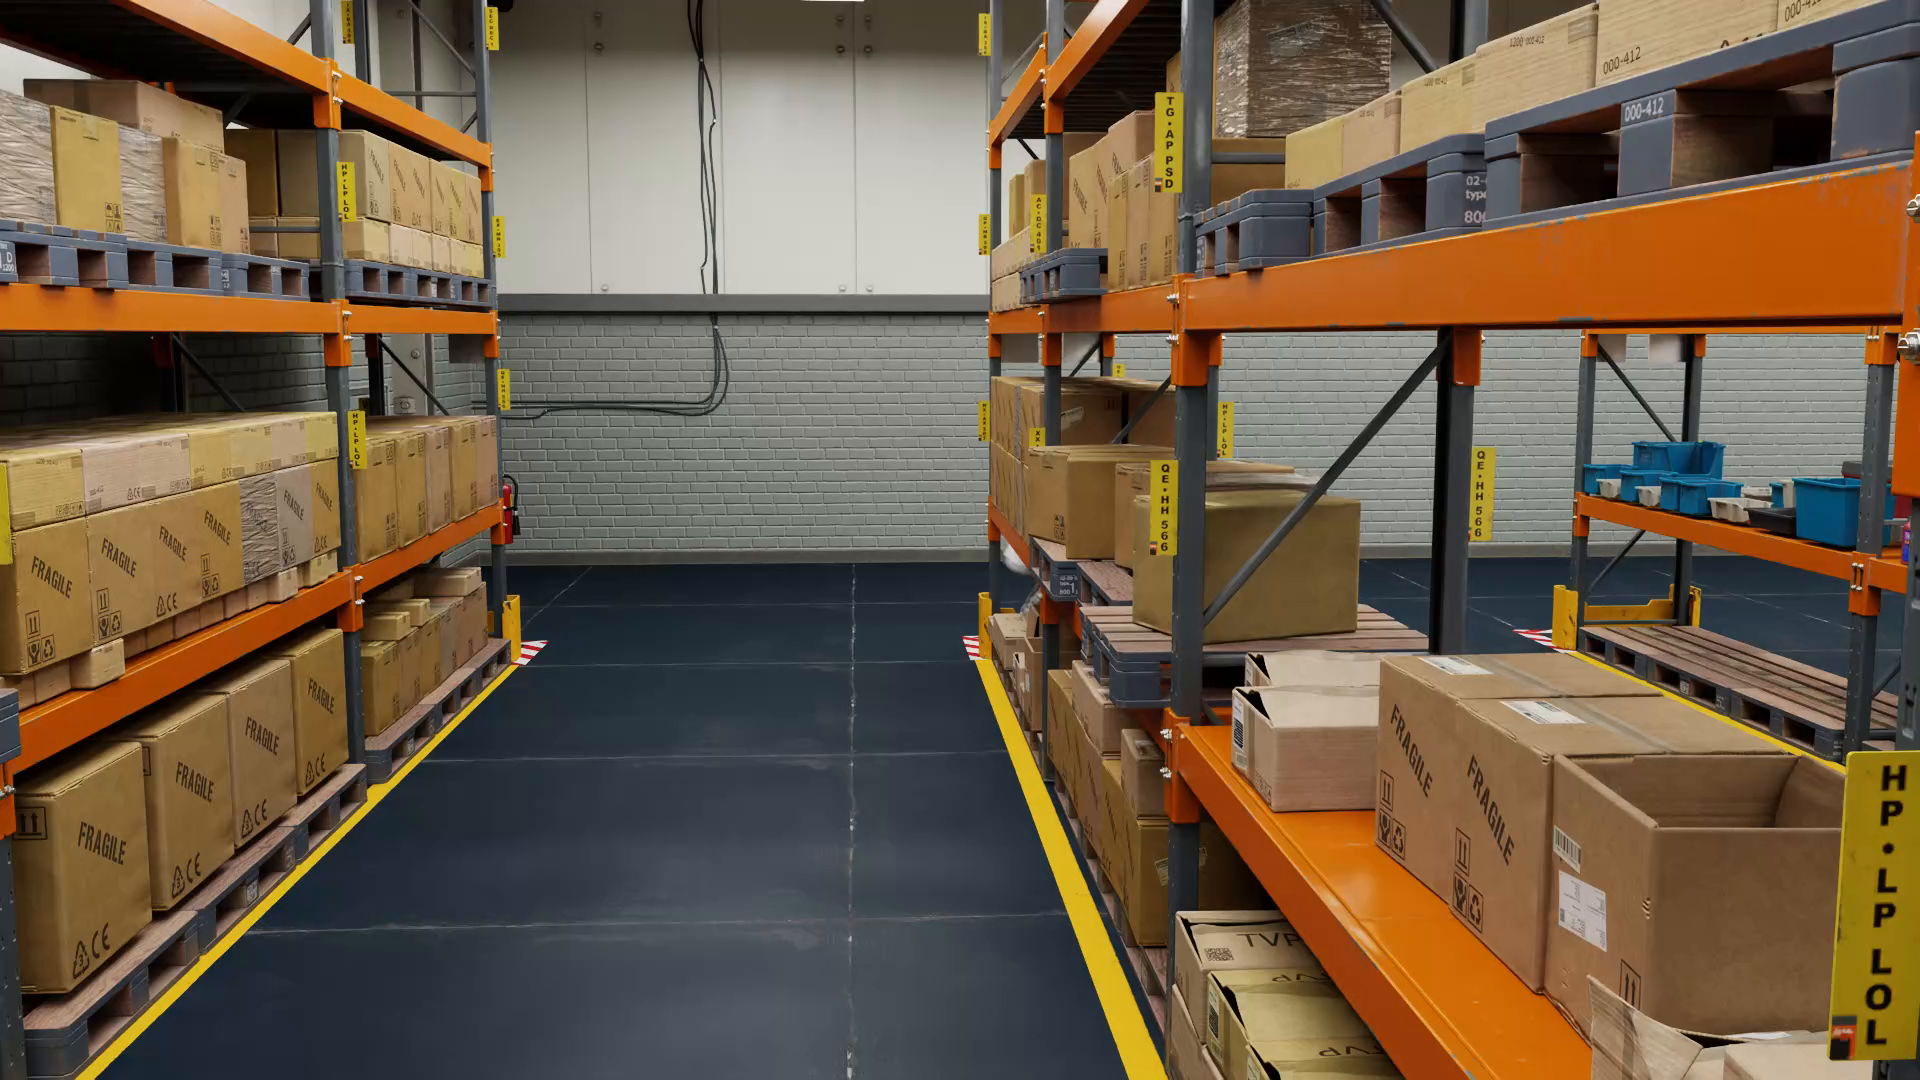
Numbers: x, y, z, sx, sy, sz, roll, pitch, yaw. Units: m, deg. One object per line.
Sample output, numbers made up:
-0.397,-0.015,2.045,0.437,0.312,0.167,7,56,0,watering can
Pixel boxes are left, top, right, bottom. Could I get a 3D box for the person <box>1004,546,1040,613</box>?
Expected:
0.817,0.205,15.616,0.818,1.054,0.501,0,7,-4,person
